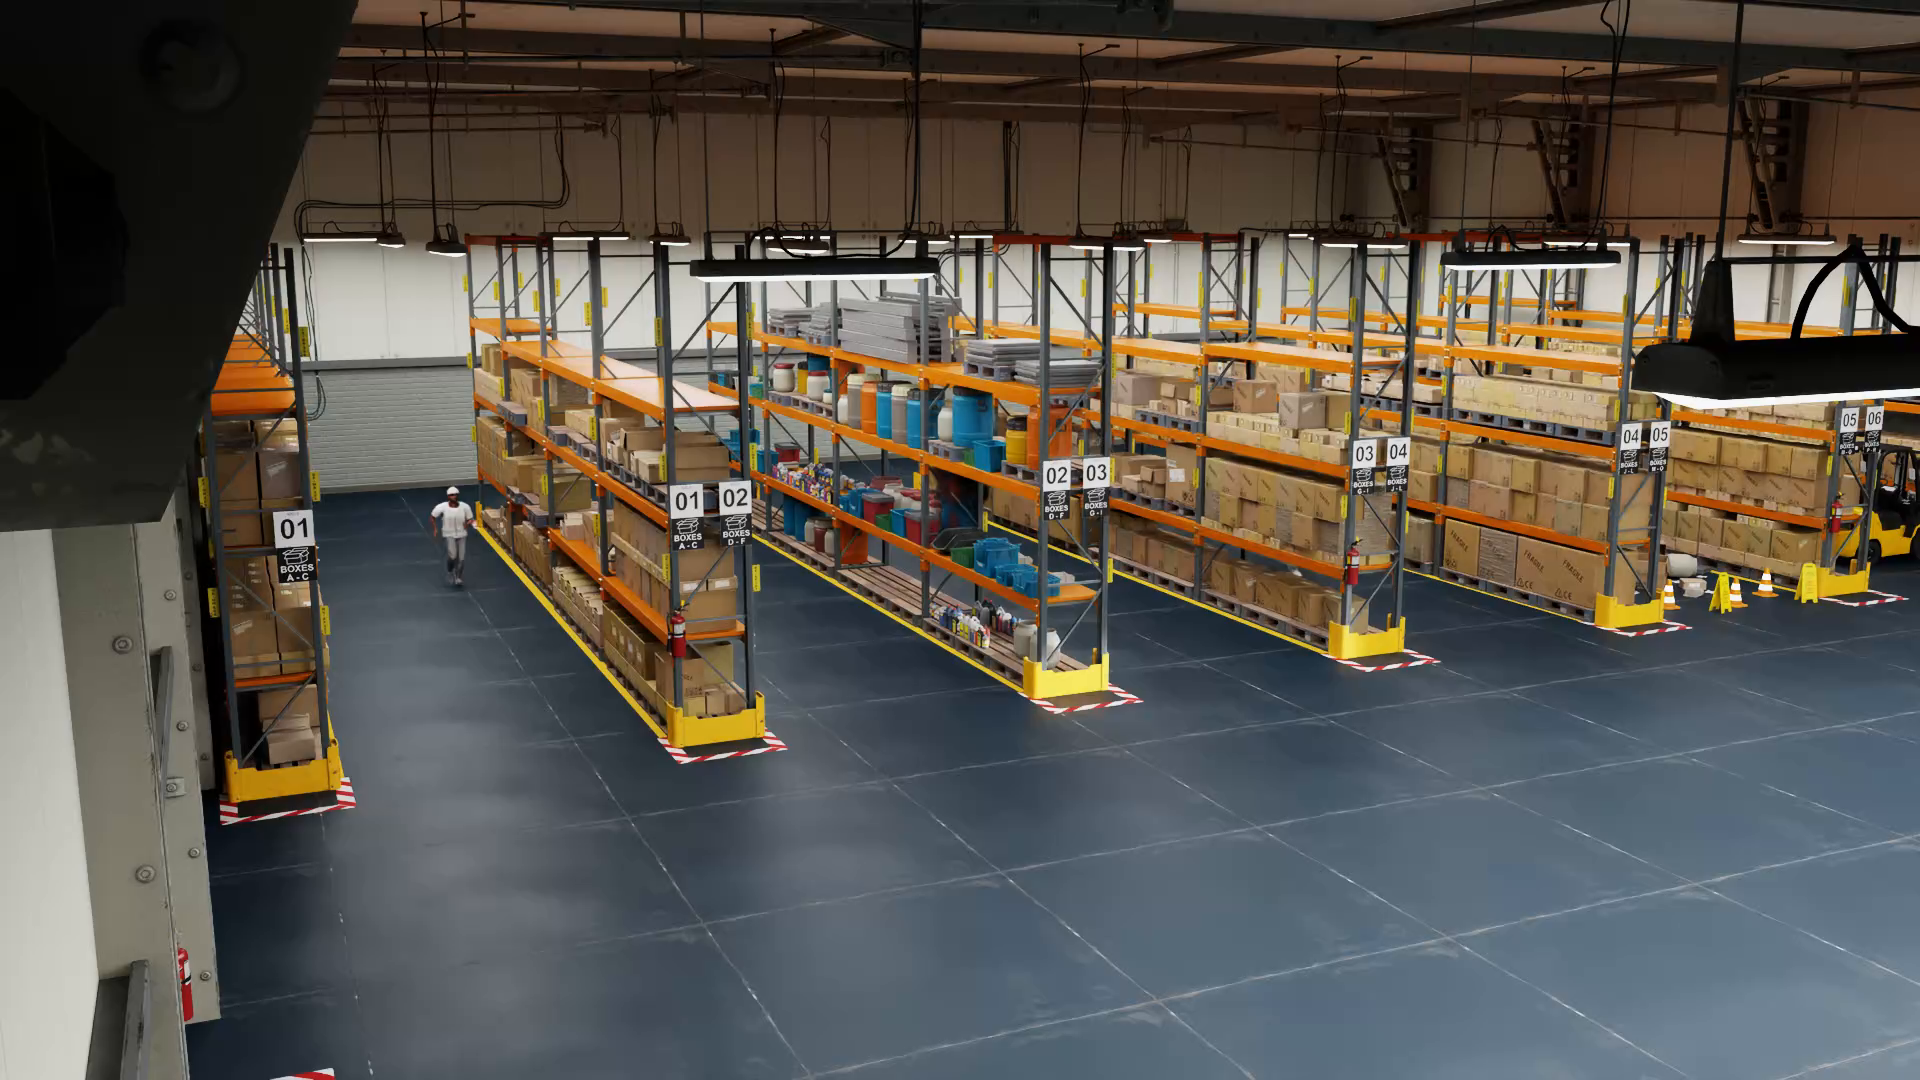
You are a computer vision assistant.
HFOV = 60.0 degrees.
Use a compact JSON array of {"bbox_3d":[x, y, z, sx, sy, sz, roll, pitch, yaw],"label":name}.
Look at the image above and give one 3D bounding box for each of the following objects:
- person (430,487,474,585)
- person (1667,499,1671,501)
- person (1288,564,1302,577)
[{"bbox_3d":[-8.753,-0.061,28.803,0.697,1.719,0.631,-6,12,-28],"label":"person"},{"bbox_3d":[14.651,-1.042,33.978,0.674,1.729,0.788,-7,13,-32],"label":"person"},{"bbox_3d":[6.028,-0.198,29.652,0.701,1.724,0.658,-6,13,-30],"label":"person"}]
